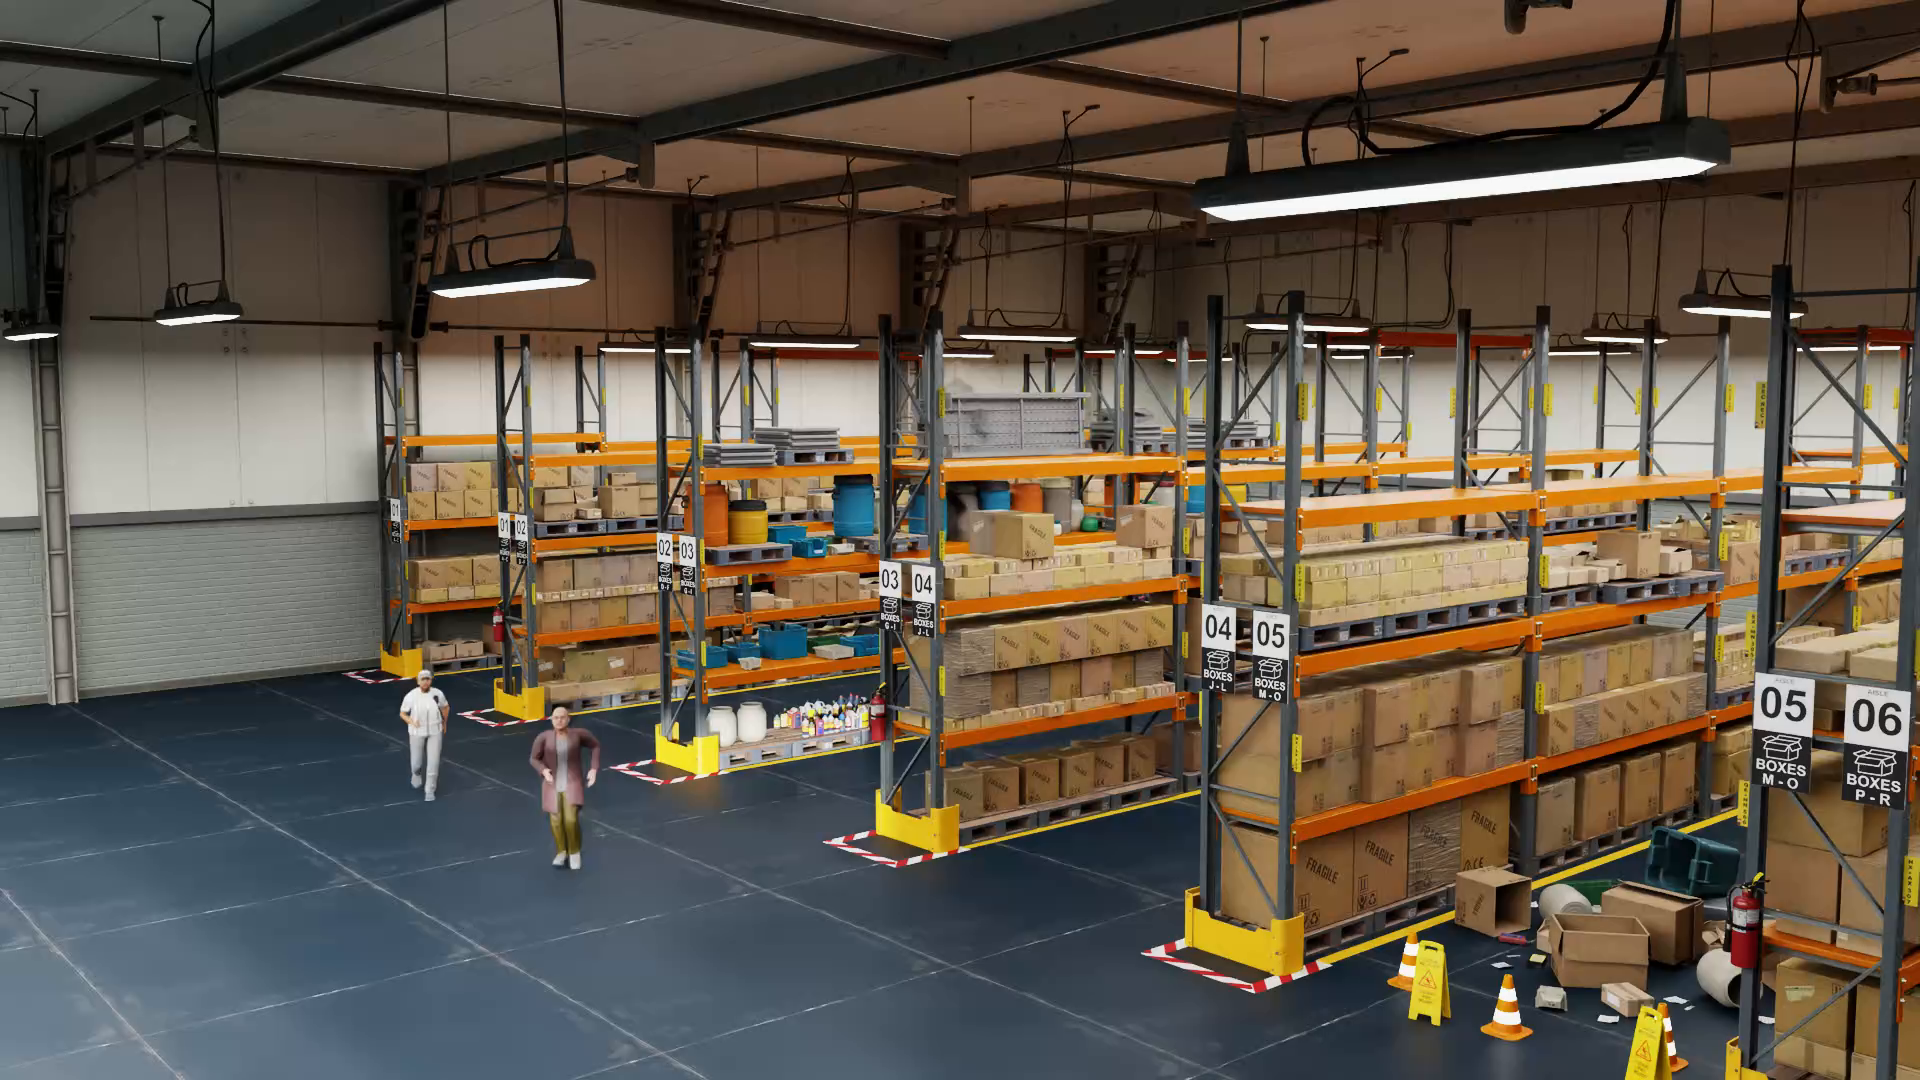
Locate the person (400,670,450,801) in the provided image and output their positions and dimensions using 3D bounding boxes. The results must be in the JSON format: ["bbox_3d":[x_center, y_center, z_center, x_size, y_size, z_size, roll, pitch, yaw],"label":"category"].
[{"bbox_3d":[-6.750,2.441,21.017,0.613,1.630,0.674,-2,6,-25],"label":"person"}]

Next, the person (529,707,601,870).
[{"bbox_3d":[-4.238,2.679,17.818,0.729,1.798,0.744,-1,5,-7],"label":"person"}]
